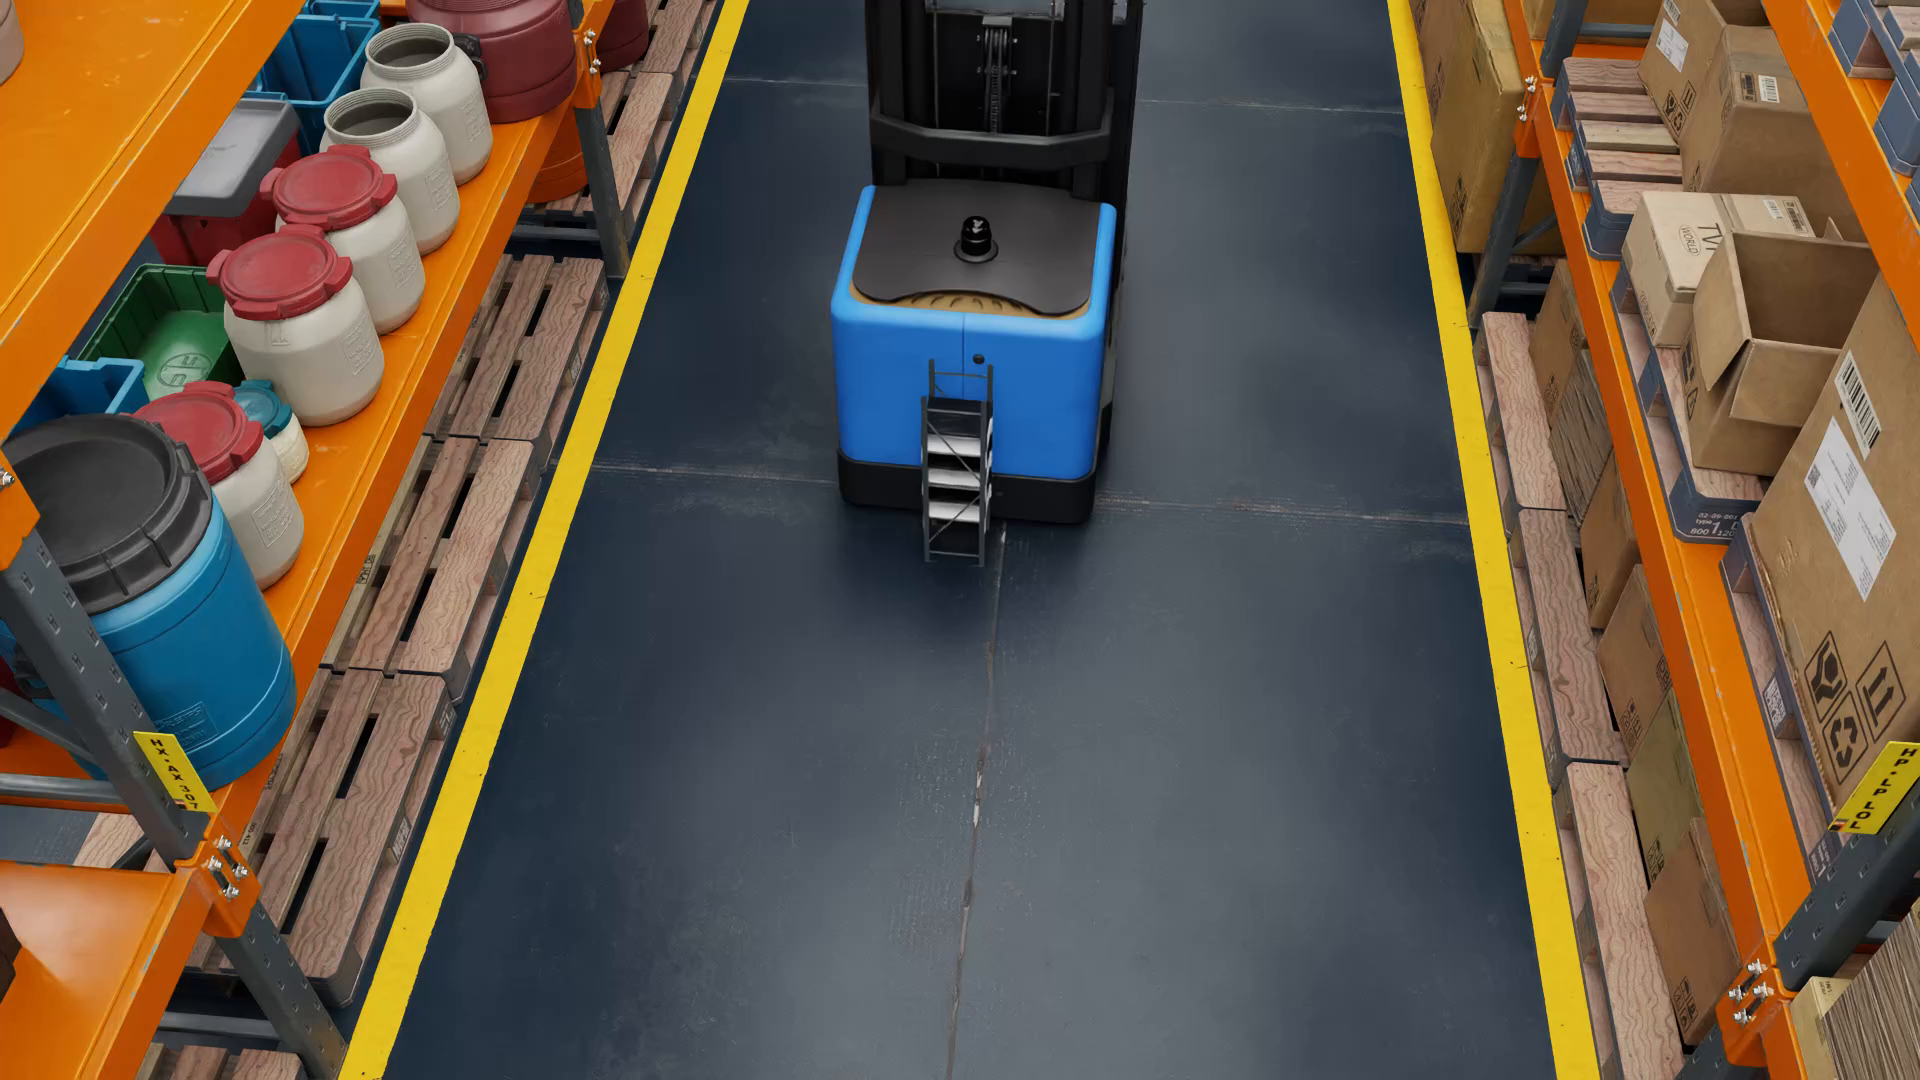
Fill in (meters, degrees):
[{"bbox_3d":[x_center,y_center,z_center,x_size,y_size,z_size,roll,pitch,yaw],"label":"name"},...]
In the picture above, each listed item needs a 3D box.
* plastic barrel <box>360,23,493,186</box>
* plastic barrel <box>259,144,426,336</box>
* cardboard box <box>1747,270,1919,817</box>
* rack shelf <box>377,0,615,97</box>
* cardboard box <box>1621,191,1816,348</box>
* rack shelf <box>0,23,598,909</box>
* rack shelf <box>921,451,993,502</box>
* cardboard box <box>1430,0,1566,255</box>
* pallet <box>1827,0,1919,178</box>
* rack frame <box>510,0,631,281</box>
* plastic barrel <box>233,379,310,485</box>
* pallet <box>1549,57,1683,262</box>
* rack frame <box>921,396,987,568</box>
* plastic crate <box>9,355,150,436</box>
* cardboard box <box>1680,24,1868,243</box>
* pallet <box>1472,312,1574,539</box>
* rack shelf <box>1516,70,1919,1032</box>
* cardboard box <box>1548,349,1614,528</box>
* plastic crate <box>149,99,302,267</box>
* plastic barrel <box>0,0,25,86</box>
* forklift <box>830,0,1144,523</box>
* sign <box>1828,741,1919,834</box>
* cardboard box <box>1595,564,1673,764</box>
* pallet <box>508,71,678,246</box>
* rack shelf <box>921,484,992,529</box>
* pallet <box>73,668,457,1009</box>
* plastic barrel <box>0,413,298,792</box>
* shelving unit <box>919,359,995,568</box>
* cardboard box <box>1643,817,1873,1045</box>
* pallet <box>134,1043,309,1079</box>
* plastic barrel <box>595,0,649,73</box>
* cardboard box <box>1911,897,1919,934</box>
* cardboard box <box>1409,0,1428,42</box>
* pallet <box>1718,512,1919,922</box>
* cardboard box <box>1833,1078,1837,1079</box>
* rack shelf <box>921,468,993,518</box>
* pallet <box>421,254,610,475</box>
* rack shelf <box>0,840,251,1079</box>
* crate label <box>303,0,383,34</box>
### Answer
[{"bbox_3d":[-1.965,-1.592,6.124,0.421,0.512,0.421,0,48,0],"label":"plastic barrel"},{"bbox_3d":[-2.037,-0.977,5.545,0.433,0.535,0.433,0,48,0],"label":"plastic barrel"},{"bbox_3d":[2.695,0.029,4.026,1.000,1.000,1.000,4,48,4],"label":"cardboard box"},{"bbox_3d":[-1.902,-3.552,8.479,1.077,0.370,4.000,4,48,4],"label":"rack shelf"},{"bbox_3d":[2.466,-0.867,5.353,0.500,0.250,0.500,3,48,2],"label":"cardboard box"},{"bbox_3d":[-2.267,-0.613,5.791,1.077,0.370,4.000,4,48,4],"label":"rack shelf"},{"bbox_3d":[-0.010,-0.258,6.447,0.258,0.077,0.200,5,48,5],"label":"rack shelf"},{"bbox_3d":[2.932,-1.922,7.657,1.225,0.875,0.875,2,48,2],"label":"cardboard box"},{"bbox_3d":[2.737,-1.210,3.945,1.213,0.211,1.003,4,48,4],"label":"pallet"},{"bbox_3d":[-2.084,-2.325,6.870,1.000,3.000,0.127,4,48,4],"label":"rack frame"},{"bbox_3d":[-2.176,-0.301,5.112,0.301,0.262,0.301,0,48,0],"label":"plastic barrel"},{"bbox_3d":[2.889,-1.396,6.150,1.213,0.211,1.003,4,48,4],"label":"pallet"},{"bbox_3d":[-0.023,-0.206,6.355,0.240,0.900,0.006,5,48,5],"label":"rack frame"},{"bbox_3d":[-2.658,-0.212,4.948,0.392,0.384,0.575,4,48,4],"label":"plastic crate"},{"bbox_3d":[2.887,-1.351,5.626,0.700,0.500,0.500,10,48,9],"label":"cardboard box"},{"bbox_3d":[2.775,-0.477,7.069,1.003,0.211,1.213,4,48,4],"label":"pallet"},{"bbox_3d":[2.666,-0.279,5.486,1.077,0.370,4.000,4,48,4],"label":"rack shelf"},{"bbox_3d":[2.769,-0.395,6.500,0.700,0.500,0.500,0,48,0],"label":"cardboard box"},{"bbox_3d":[-2.536,-1.180,5.779,0.402,0.464,0.583,4,48,4],"label":"plastic crate"},{"bbox_3d":[-2.559,-1.436,3.684,0.600,0.901,0.600,0,48,0],"label":"plastic barrel"},{"bbox_3d":[0.201,-2.156,6.761,1.130,2.935,3.031,5,48,5],"label":"forklift"},{"bbox_3d":[1.930,0.522,3.481,0.100,0.325,0.005,4,48,4],"label":"sign"},{"bbox_3d":[2.674,0.432,5.743,0.700,0.500,0.500,0,48,0],"label":"cardboard box"},{"bbox_3d":[-2.054,-1.966,8.431,1.003,0.211,1.213,4,48,4],"label":"pallet"},{"bbox_3d":[-0.010,-0.137,6.580,0.258,0.077,0.200,5,48,5],"label":"rack shelf"},{"bbox_3d":[-2.416,0.976,5.740,1.003,0.211,1.213,4,48,4],"label":"pallet"},{"bbox_3d":[-2.112,0.182,4.237,0.600,0.901,0.708,4,48,4],"label":"plastic barrel"},{"bbox_3d":[-0.010,-0.281,6.423,0.258,0.900,0.210,5,48,5],"label":"shelving unit"},{"bbox_3d":[2.561,1.193,5.048,0.700,0.500,0.500,1,48,1],"label":"cardboard box"},{"bbox_3d":[-2.552,2.046,4.761,1.003,0.211,1.213,4,48,4],"label":"pallet"},{"bbox_3d":[-1.954,-2.843,8.693,0.600,0.588,0.708,4,48,4],"label":"plastic barrel"},{"bbox_3d":[2.189,0.789,3.074,0.500,0.500,0.500,4,48,4],"label":"cardboard box"},{"bbox_3d":[3.094,-3.228,8.850,1.225,0.875,0.875,2,48,2],"label":"cardboard box"},{"bbox_3d":[2.698,0.460,4.452,1.003,0.211,1.213,4,48,4],"label":"pallet"},{"bbox_3d":[2.129,1.353,3.676,0.380,0.149,0.250,4,48,4],"label":"cardboard box"},{"bbox_3d":[-0.010,-0.197,6.514,0.258,0.077,0.200,5,48,5],"label":"rack shelf"},{"bbox_3d":[-2.194,-0.817,7.380,1.003,0.211,1.213,4,48,4],"label":"pallet"},{"bbox_3d":[-2.631,2.327,3.103,1.077,0.370,4.000,4,48,4],"label":"rack shelf"},{"bbox_3d":[-2.496,-1.984,6.671,0.303,0.233,0.416,4,48,4],"label":"crate label"}]
